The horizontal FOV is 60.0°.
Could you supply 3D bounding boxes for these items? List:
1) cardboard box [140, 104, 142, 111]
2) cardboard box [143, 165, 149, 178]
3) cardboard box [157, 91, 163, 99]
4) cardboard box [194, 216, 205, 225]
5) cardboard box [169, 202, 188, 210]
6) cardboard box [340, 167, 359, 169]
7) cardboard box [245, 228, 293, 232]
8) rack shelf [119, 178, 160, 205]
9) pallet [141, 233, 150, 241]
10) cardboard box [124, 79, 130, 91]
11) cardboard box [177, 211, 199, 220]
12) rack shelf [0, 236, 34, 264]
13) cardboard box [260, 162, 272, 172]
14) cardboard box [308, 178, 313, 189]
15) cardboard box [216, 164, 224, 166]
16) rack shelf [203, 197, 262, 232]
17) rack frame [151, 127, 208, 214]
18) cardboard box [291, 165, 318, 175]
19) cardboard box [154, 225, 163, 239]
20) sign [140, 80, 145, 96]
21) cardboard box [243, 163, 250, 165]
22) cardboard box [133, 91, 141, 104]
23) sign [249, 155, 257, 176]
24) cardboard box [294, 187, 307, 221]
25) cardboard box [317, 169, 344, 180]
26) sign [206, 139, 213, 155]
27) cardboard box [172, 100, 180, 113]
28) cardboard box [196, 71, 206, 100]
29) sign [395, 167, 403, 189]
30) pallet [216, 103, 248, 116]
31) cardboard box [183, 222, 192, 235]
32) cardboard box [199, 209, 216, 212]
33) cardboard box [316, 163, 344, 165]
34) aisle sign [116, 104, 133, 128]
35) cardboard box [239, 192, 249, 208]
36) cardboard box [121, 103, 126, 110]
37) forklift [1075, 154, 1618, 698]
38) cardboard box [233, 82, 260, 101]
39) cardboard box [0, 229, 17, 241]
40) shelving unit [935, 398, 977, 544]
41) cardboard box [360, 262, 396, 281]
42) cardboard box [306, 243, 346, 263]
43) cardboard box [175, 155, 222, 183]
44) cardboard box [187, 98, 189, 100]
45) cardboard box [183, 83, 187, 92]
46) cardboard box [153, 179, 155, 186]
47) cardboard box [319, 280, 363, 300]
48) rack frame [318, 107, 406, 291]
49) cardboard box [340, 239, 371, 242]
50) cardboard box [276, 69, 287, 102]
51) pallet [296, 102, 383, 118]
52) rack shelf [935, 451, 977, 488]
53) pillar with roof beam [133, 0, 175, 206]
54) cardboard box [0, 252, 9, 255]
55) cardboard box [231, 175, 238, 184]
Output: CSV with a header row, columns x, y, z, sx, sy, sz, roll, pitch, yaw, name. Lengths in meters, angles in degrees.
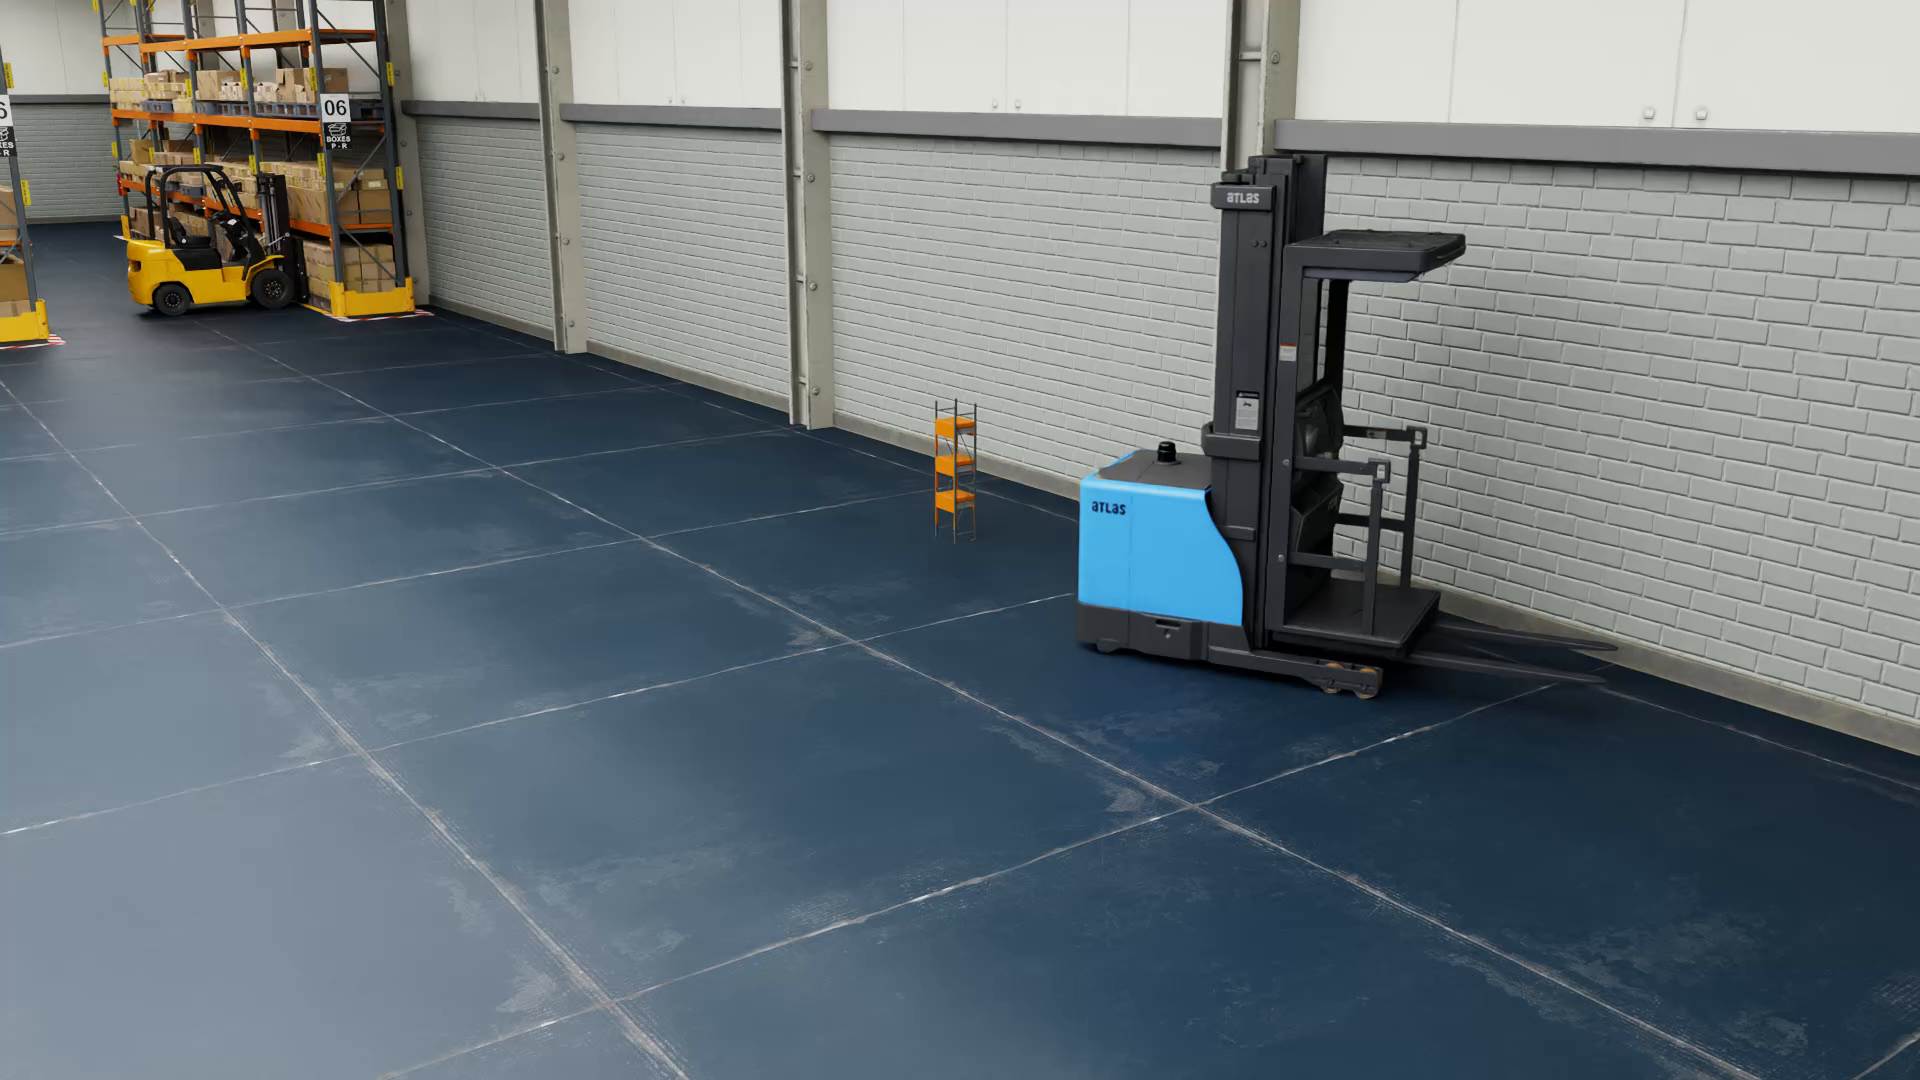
x,y,z,sx,sy,sz,roll,pitch,yaw,name
-16.666,-8.919,34.273,0.380,0.149,0.250,-10,18,-33,cardboard box
-16.727,-7.697,34.738,0.500,0.250,0.500,-11,19,-34,cardboard box
-15.325,-8.628,32.227,0.380,0.149,0.250,-10,18,-33,cardboard box
-14.638,-6.205,32.277,0.380,0.149,0.250,-11,19,-35,cardboard box
-15.879,-6.795,33.869,0.380,0.149,0.250,-11,19,-35,cardboard box
-9.320,-5.668,25.621,0.380,0.149,0.250,-11,19,-34,cardboard box
-12.430,-5.236,29.728,0.875,0.625,0.625,-12,19,-37,cardboard box
-17.100,-7.531,35.771,1.077,0.370,4.000,-11,19,-35,rack shelf
-17.048,-6.513,35.973,1.003,0.211,1.213,-11,19,-35,pallet
-17.320,-9.606,35.083,0.500,0.250,0.500,-10,18,-33,cardboard box
-15.543,-6.542,33.508,0.380,0.149,0.250,-12,19,-37,cardboard box
-14.057,-4.197,23.591,1.077,0.370,4.000,-11,19,-35,rack shelf
-11.273,-6.133,27.319,0.380,0.149,0.250,-10,18,-33,cardboard box
-9.713,-5.449,25.386,0.380,0.149,0.250,-11,19,-35,cardboard box
-13.129,-6.682,29.890,0.380,0.149,0.250,-11,19,-34,cardboard box
-12.396,-5.822,29.530,1.077,0.370,4.000,-11,19,-35,rack shelf
-15.924,-7.451,34.116,1.000,3.000,0.127,-11,19,-35,rack frame
-10.290,-5.819,26.175,0.380,0.149,0.250,-11,19,-34,cardboard box
-16.699,-6.484,34.968,0.396,0.266,0.258,-10,18,-33,cardboard box
-16.358,-9.061,33.338,0.100,0.325,0.005,-11,19,-35,sign
-12.870,-6.816,30.380,0.380,0.149,0.250,-11,19,-35,cardboard box
-16.724,-9.142,34.334,0.500,0.250,0.500,-12,19,-36,cardboard box
-11.653,-6.176,27.416,0.100,0.325,0.005,-11,19,-35,sign
-9.969,-5.222,25.785,0.500,0.500,0.500,-11,19,-36,cardboard box
-9.419,-5.484,24.950,0.380,0.149,0.250,-11,19,-34,cardboard box
-15.477,-8.096,34.280,0.100,0.325,0.005,-11,19,-35,sign
-14.661,-8.257,31.664,0.500,0.250,0.500,-11,19,-35,cardboard box
-13.343,-8.150,29.814,0.500,0.500,0.500,-11,19,-34,cardboard box
-8.416,-5.429,24.939,0.100,0.325,0.005,-11,19,-35,sign
-12.441,-7.583,29.274,1.003,0.211,1.213,-10,18,-32,pallet
-14.911,-5.978,32.675,0.500,0.500,0.500,-12,19,-37,cardboard box
-15.315,-6.671,33.979,0.380,0.149,0.250,-11,19,-35,cardboard box
-10.173,-6.009,26.867,0.380,0.149,0.250,-11,19,-35,cardboard box
-18.553,-9.528,36.780,0.394,0.787,0.004,-11,19,-35,aisle sign
-12.028,-5.843,28.528,0.500,0.250,0.500,-11,19,-35,cardboard box
-17.741,-9.293,35.641,0.380,0.149,0.250,-11,19,-35,cardboard box
2.254,-0.686,9.529,3.031,2.935,1.130,7,17,25,forklift
-11.843,-7.514,27.848,0.500,0.311,0.500,-12,19,-36,cardboard box
-12.913,-4.100,22.351,0.380,0.149,0.250,-11,19,-34,cardboard box
-0.031,-0.518,12.479,0.215,1.050,0.252,-11,19,-35,shelving unit
-8.977,-4.138,25.480,0.500,0.250,0.500,-10,18,-34,cardboard box
-9.696,-4.405,25.506,0.500,0.250,0.500,-10,18,-34,cardboard box
-14.681,-7.169,32.095,0.797,0.503,0.637,-11,19,-36,cardboard box
-14.246,-8.320,31.139,0.380,0.149,0.250,-10,18,-33,cardboard box
-14.280,-8.456,31.071,0.380,0.149,0.250,-12,19,-36,cardboard box
-16.486,-7.410,34.445,0.380,0.149,0.250,-10,18,-33,cardboard box
-9.400,-3.816,25.248,0.500,0.250,0.500,-11,19,-34,cardboard box
-8.868,-4.888,24.753,1.000,3.000,0.127,-11,19,-35,rack frame
-9.580,-4.593,26.195,0.500,0.250,0.500,-11,19,-35,cardboard box
-10.160,-7.057,25.816,0.797,0.503,0.637,-10,18,-33,cardboard box
-9.263,-6.447,24.935,1.003,0.211,1.213,-11,19,-35,pallet
-0.031,-0.508,12.482,0.215,0.259,0.240,-11,19,-35,rack shelf
-22.614,-11.246,36.618,9.100,9.000,0.400,-11,19,-35,pillar with roof beam
-14.067,-3.907,24.162,0.500,0.500,0.500,-10,18,-32,cardboard box
-12.320,-6.195,28.866,0.500,0.250,0.500,-10,18,-33,cardboard box
